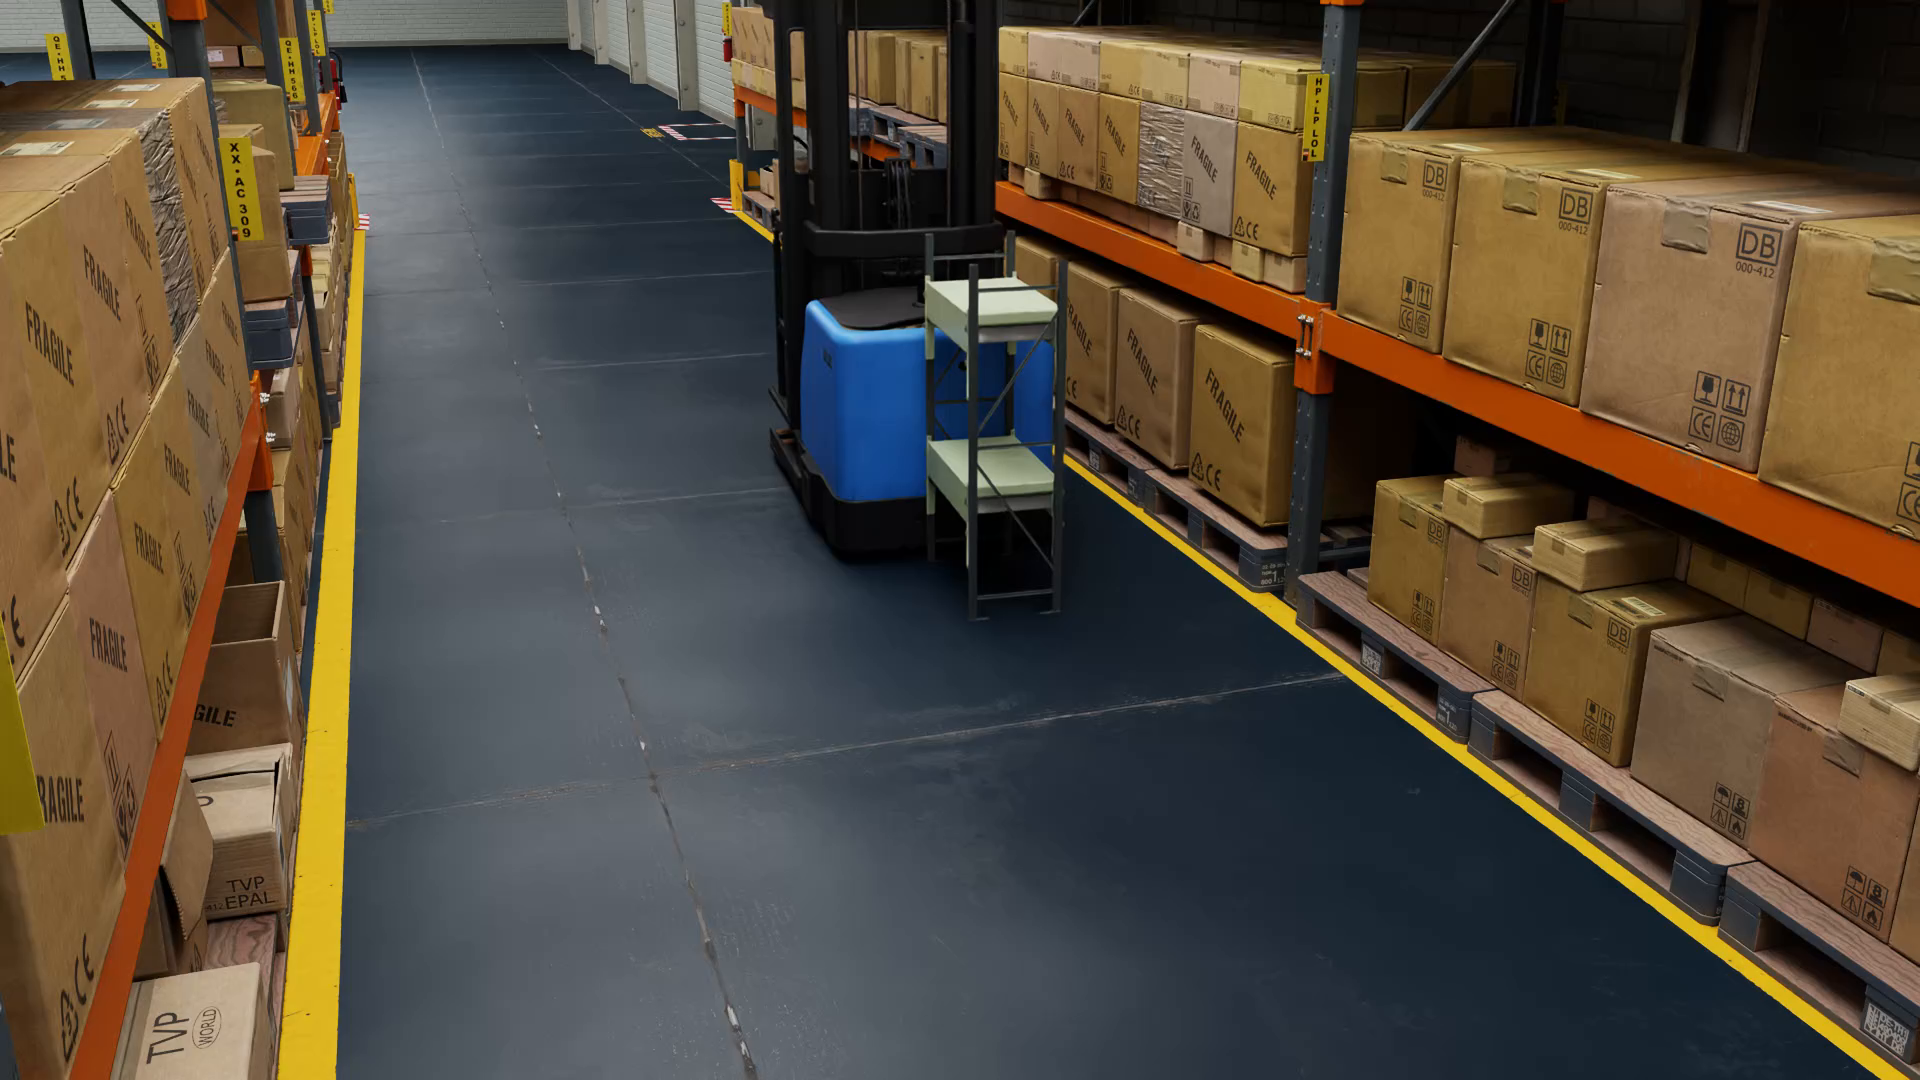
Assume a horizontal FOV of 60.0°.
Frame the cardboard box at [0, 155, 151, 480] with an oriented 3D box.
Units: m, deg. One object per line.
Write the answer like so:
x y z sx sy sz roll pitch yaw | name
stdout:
-1.770 -0.386 2.926 0.500 0.500 0.500 -6 21 -16 | cardboard box

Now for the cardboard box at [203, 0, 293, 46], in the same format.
-5.474 -4.020 12.604 0.700 0.500 0.500 -6 21 -17 | cardboard box

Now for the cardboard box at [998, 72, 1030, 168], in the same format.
0.540 -2.478 9.760 0.500 0.500 0.500 -6 21 -16 | cardboard box

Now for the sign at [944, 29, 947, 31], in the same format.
-0.102 -4.353 13.885 0.100 0.325 0.005 -6 21 -17 | sign

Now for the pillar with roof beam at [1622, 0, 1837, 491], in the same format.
-1.158 -3.414 4.109 9.100 9.000 0.400 -6 21 -17 | pillar with roof beam

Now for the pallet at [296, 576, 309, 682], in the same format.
-3.106 0.402 6.485 1.003 0.211 1.213 -6 21 -17 | pallet

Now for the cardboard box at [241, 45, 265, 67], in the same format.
-5.229 -3.680 12.616 0.380 0.149 0.250 -6 21 -17 | cardboard box

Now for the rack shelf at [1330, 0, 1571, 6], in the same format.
2.516 -1.612 4.594 1.077 0.370 4.000 -6 21 -17 | rack shelf

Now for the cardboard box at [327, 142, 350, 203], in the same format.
-5.807 -3.301 15.006 0.500 0.500 0.500 -6 21 -17 | cardboard box

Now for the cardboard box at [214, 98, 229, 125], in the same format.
-3.660 -1.678 7.381 0.700 0.500 0.500 -3 20 -7 | cardboard box

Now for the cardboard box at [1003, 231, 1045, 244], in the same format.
0.303 -1.898 11.811 0.700 0.500 0.500 -6 21 -17 | cardboard box

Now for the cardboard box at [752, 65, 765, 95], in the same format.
-1.701 -4.451 16.063 0.500 0.250 0.500 -7 21 -18 | cardboard box

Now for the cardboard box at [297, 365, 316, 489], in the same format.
-3.392 -0.526 7.991 0.500 0.500 0.500 -7 21 -19 | cardboard box

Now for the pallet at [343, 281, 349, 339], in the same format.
-5.060 -1.676 12.270 1.003 0.211 1.213 -6 21 -17 | pallet

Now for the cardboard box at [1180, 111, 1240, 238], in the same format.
1.333 -1.661 7.486 0.500 0.500 0.500 -6 21 -17 | cardboard box

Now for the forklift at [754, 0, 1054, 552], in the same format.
-0.421 -1.789 8.561 1.130 2.935 3.031 -5 20 -14 | forklift

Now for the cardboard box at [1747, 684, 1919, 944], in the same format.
2.672 0.707 4.587 0.700 0.500 0.500 -6 21 -17 | cardboard box

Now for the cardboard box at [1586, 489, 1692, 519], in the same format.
2.419 -0.071 5.793 0.380 0.149 0.250 -7 21 -19 | cardboard box

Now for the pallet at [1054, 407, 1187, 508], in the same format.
1.186 -0.500 8.997 1.003 0.211 1.213 -6 21 -17 | pallet

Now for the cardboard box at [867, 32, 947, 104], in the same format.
-0.331 -3.655 12.856 0.700 0.500 0.500 -4 20 -12 | cardboard box

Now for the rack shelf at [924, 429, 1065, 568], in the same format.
0.137 -0.193 7.200 0.431 0.370 0.720 -5 20 -14 | rack shelf

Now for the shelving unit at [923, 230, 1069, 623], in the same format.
0.137 -0.500 7.090 0.431 1.500 0.755 -5 20 -14 | shelving unit

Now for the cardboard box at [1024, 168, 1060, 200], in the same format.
0.588 -2.049 9.526 0.380 0.149 0.250 -6 21 -16 | cardboard box

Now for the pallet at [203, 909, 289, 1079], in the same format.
-2.212 1.272 4.063 1.003 0.211 1.213 -6 21 -17 | pallet

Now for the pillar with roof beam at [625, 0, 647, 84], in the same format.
-10.588 -13.041 30.912 9.100 9.000 0.400 -6 21 -17 | pillar with roof beam

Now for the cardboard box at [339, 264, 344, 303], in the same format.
-4.766 -1.859 12.102 0.500 0.250 0.500 -7 21 -18 | cardboard box

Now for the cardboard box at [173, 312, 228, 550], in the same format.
-2.087 -0.237 3.992 0.500 0.500 0.500 -6 21 -16 | cardboard box

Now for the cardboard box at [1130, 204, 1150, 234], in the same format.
1.082 -1.649 8.412 0.380 0.149 0.250 -6 21 -15 | cardboard box

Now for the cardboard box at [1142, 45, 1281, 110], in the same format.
1.186 -2.182 7.826 0.500 0.250 0.500 -6 21 -16 | cardboard box

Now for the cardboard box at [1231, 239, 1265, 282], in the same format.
1.410 -1.229 7.242 0.380 0.149 0.250 -6 21 -16 | cardboard box

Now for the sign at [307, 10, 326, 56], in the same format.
-4.817 -3.789 12.432 0.100 0.325 0.005 -6 21 -17 | sign

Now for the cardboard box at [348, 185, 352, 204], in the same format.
-6.137 -3.267 16.021 0.500 0.250 0.500 -6 21 -17 | cardboard box

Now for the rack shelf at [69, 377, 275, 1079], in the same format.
-2.186 0.327 3.632 1.077 0.370 4.000 -6 21 -17 | rack shelf

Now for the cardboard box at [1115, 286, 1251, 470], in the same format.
1.277 -0.846 8.394 0.750 0.750 0.750 -6 21 -16 | cardboard box

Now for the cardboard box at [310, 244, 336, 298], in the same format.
-4.451 -1.800 11.108 0.500 0.311 0.500 -7 21 -18 | cardboard box

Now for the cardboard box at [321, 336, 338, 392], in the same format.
-3.957 -1.040 9.820 0.500 0.250 0.500 -6 21 -17 | cardboard box

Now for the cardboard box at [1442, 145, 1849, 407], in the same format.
2.266 -0.911 5.572 0.980 0.700 0.700 -7 21 -19 | cardboard box

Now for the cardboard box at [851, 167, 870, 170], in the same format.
-0.991 -3.107 15.177 0.500 0.500 0.500 -8 21 -21 | cardboard box

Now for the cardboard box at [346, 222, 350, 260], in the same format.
-5.339 -2.466 13.791 0.500 0.250 0.500 -6 21 -17 | cardboard box

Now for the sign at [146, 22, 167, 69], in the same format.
-5.855 -3.606 12.120 0.100 0.325 0.005 -6 21 -17 | sign

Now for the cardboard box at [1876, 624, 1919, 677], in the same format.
2.820 0.338 4.654 0.380 0.149 0.250 -6 21 -17 | cardboard box

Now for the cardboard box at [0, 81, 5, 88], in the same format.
-2.933 -0.990 4.608 0.500 0.500 0.500 -6 21 -16 | cardboard box

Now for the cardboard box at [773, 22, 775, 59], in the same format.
-1.380 -4.481 15.037 0.500 0.500 0.500 -7 21 -19 | cardboard box

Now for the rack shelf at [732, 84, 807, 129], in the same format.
-1.256 -4.051 15.822 1.077 0.370 4.000 -6 21 -17 | rack shelf

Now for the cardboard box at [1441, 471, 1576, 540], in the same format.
1.959 -0.127 5.950 0.380 0.149 0.250 -6 21 -15 | cardboard box

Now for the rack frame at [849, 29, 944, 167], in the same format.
-0.627 -3.748 13.914 1.000 3.000 0.127 -6 21 -17 | rack frame

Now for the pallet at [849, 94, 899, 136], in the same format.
-0.525 -3.397 13.220 1.003 0.211 1.213 -6 21 -17 | pallet

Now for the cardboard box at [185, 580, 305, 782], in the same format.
-2.366 0.469 5.221 0.500 0.500 0.500 -6 21 -17 | cardboard box
